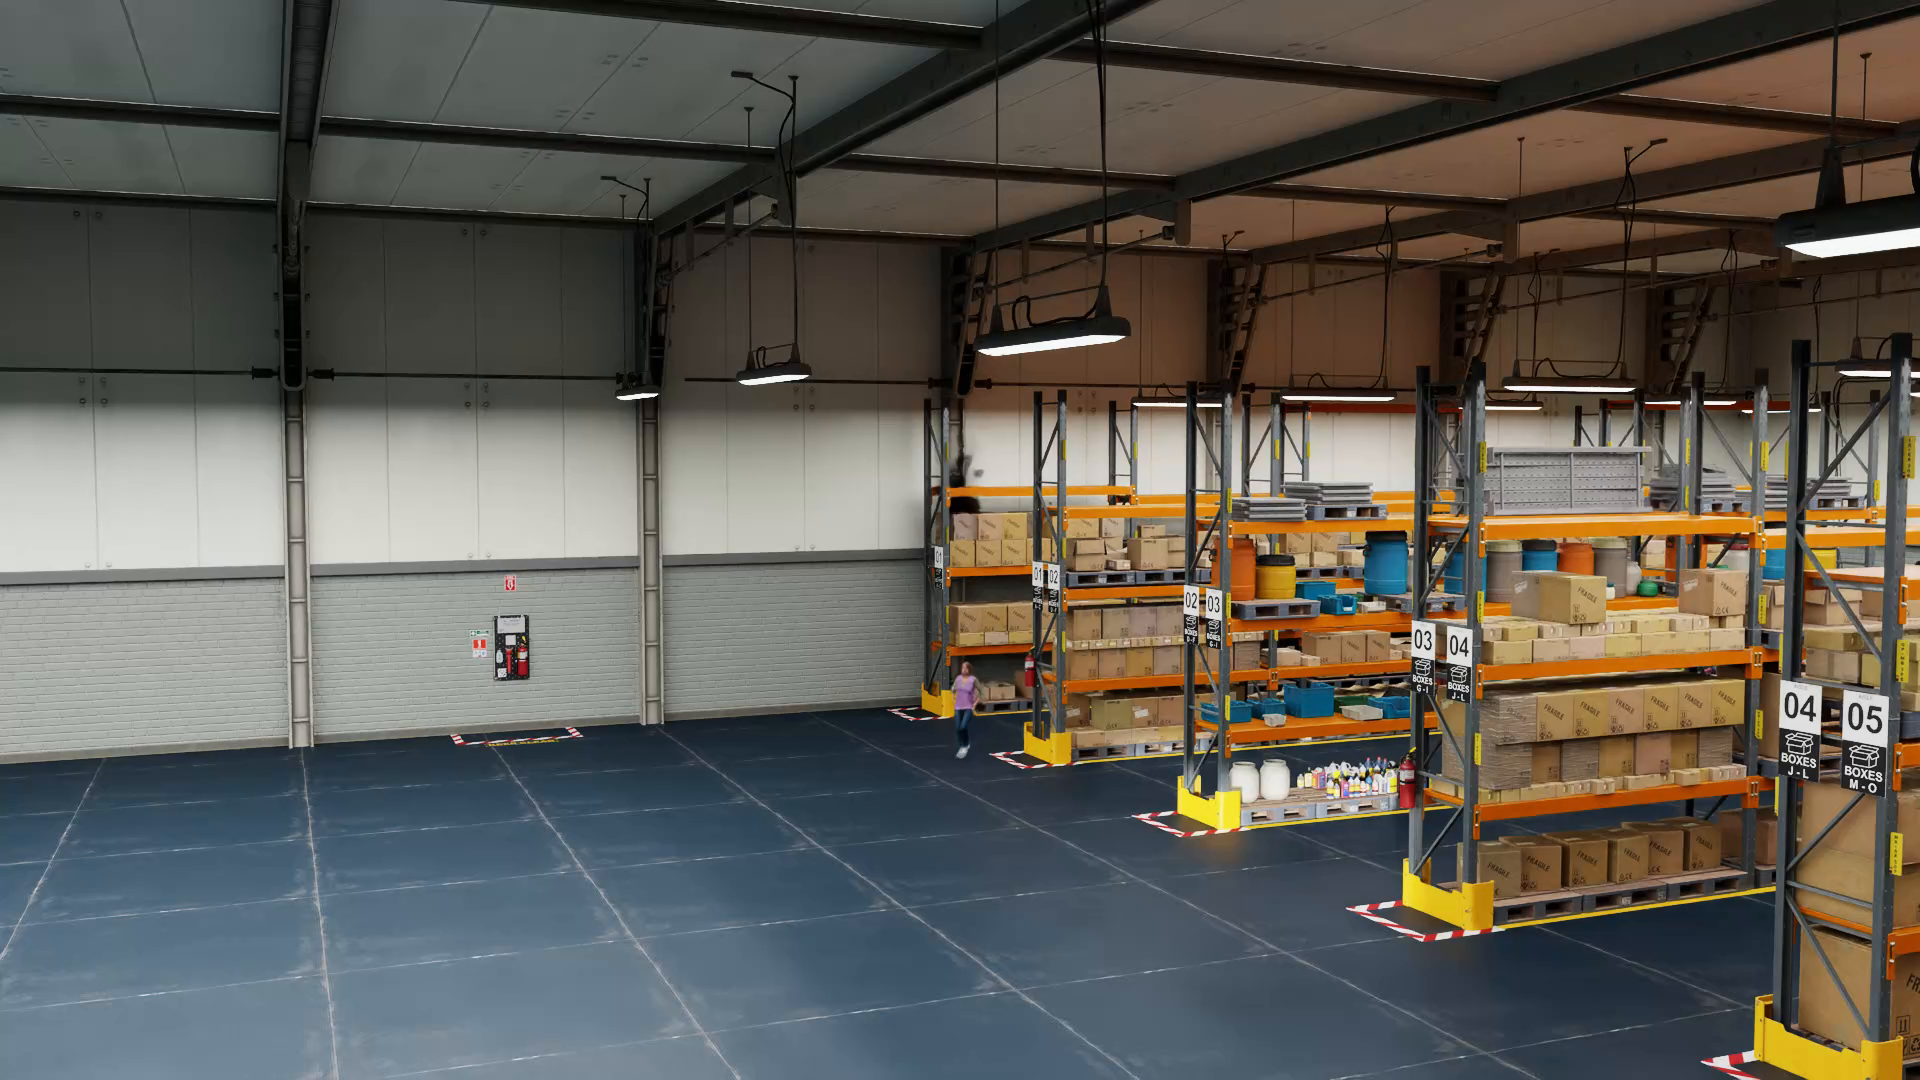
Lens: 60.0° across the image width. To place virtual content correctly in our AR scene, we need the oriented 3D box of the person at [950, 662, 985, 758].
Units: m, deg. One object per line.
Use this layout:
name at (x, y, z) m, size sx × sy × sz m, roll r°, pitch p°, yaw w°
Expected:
person at (0.070, 2.777, 27.105) m, size 0.551 × 1.573 × 0.531 m, roll 2°, pitch 4°, yaw 24°
